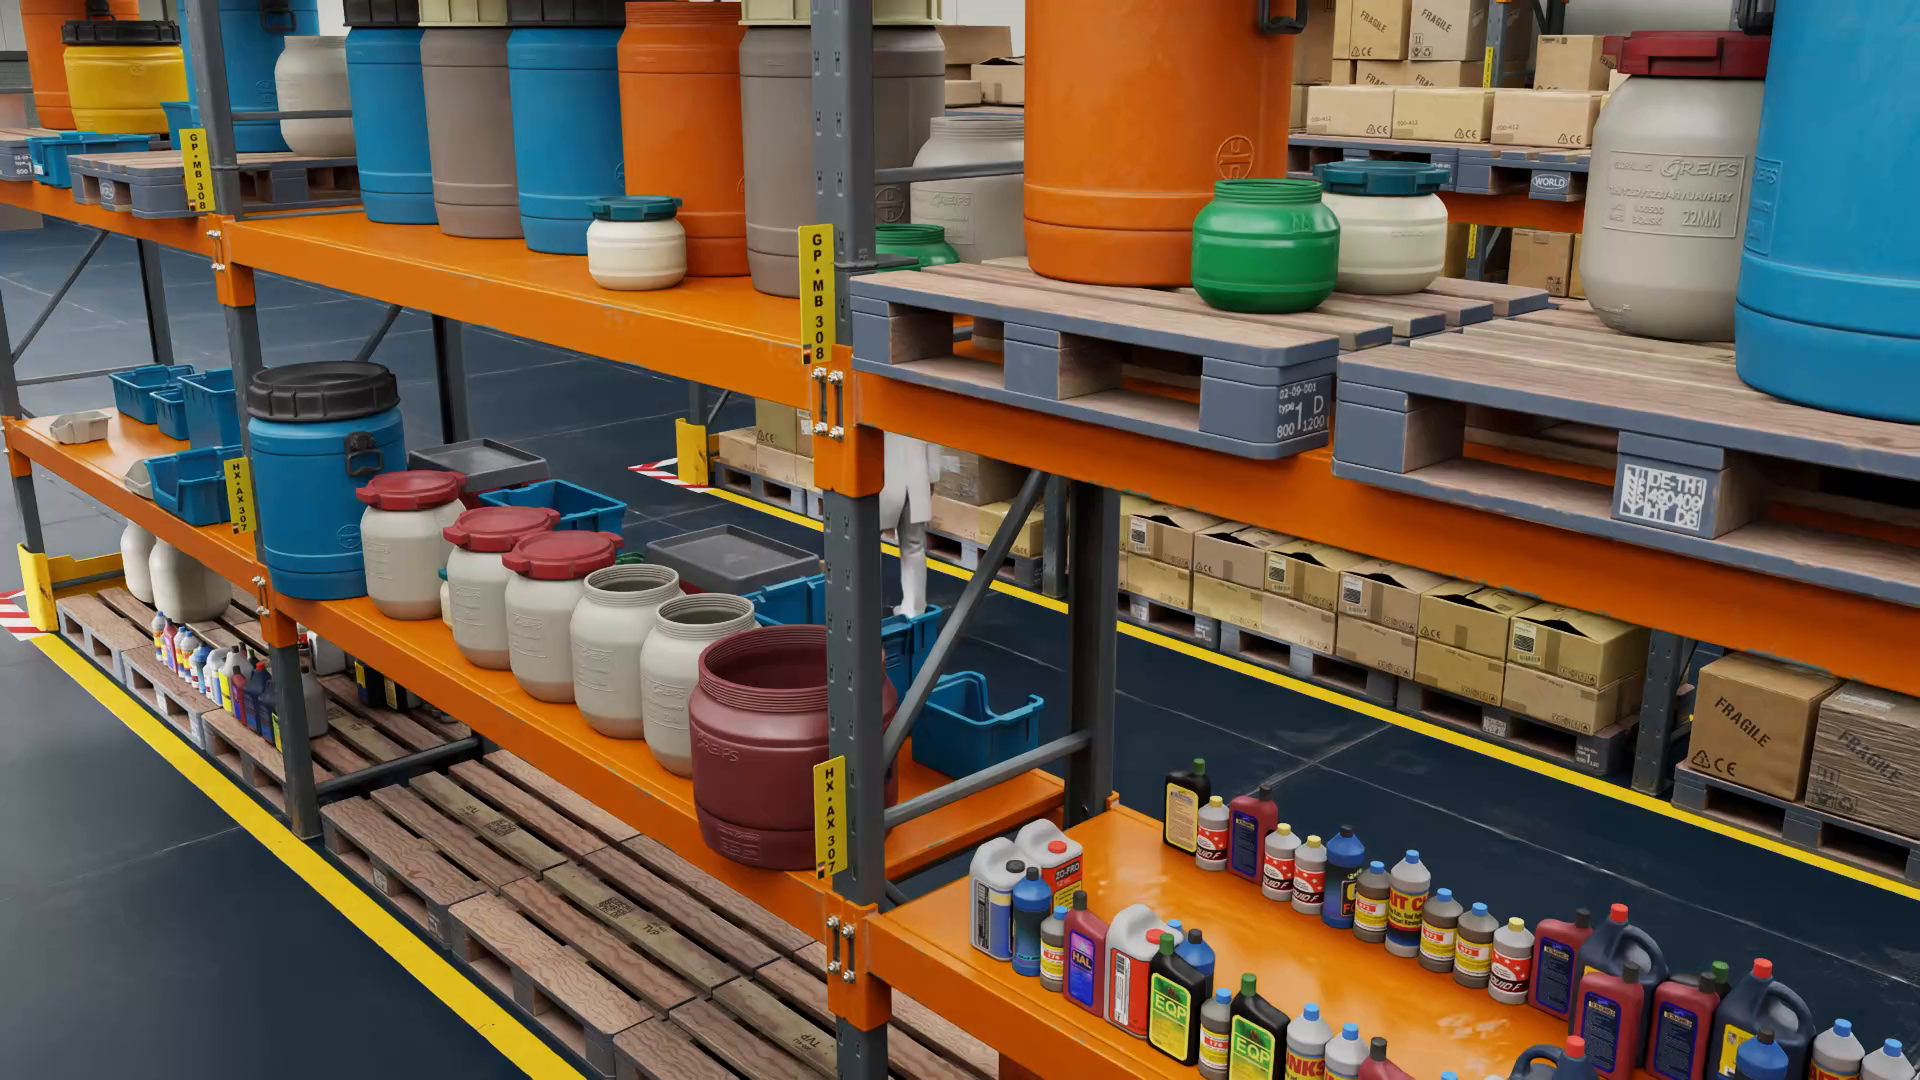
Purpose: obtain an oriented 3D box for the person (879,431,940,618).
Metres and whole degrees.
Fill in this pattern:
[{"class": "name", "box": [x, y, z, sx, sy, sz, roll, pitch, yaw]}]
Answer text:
[{"class": "person", "box": [-0.441, -0.353, 10.203, 0.611, 1.789, 0.683, -9, 19, -26]}]
